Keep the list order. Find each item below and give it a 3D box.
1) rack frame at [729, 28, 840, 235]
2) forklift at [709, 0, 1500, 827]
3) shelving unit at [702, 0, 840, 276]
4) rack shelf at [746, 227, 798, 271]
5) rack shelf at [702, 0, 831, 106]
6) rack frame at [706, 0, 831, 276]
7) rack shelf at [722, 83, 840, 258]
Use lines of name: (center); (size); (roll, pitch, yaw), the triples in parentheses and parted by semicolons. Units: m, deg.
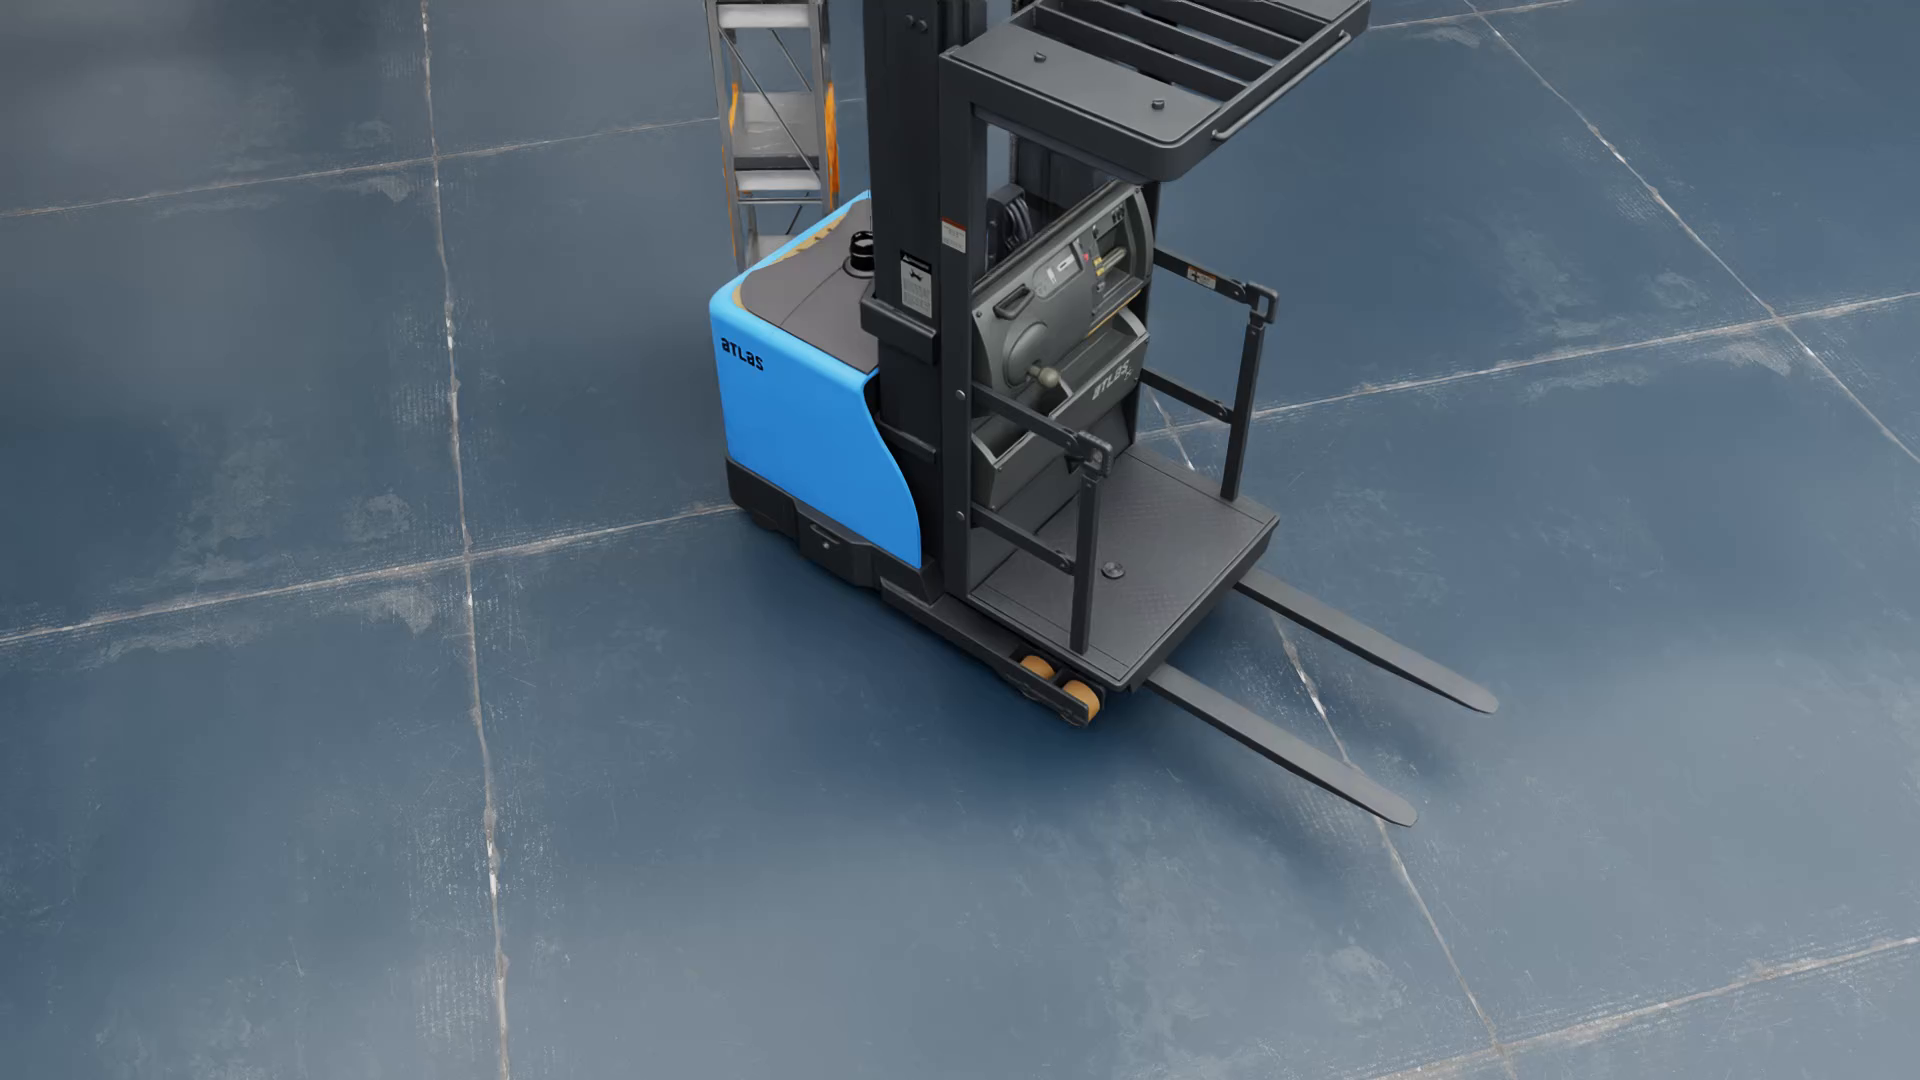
rack frame: (-0.721, -1.689, 6.935); (0.400, 2.100, 0.015); (-1, 46, -1)
forklift: (0.520, -0.780, 5.463); (3.031, 2.935, 1.130); (30, 53, 26)
shelving unit: (-0.717, -1.515, 6.764); (0.431, 2.100, 0.503); (-1, 46, -1)
rack shelf: (-0.717, -1.015, 7.274); (0.431, 0.518, 0.480); (-1, 46, -1)
rack shelf: (-0.717, -1.995, 6.274); (0.431, 0.518, 0.480); (-1, 46, -1)
rack frame: (-0.713, -1.340, 6.593); (0.400, 2.100, 0.015); (-1, 46, -1)
rack shelf: (-0.717, -1.505, 6.774); (0.431, 0.518, 0.480); (-1, 46, -1)
